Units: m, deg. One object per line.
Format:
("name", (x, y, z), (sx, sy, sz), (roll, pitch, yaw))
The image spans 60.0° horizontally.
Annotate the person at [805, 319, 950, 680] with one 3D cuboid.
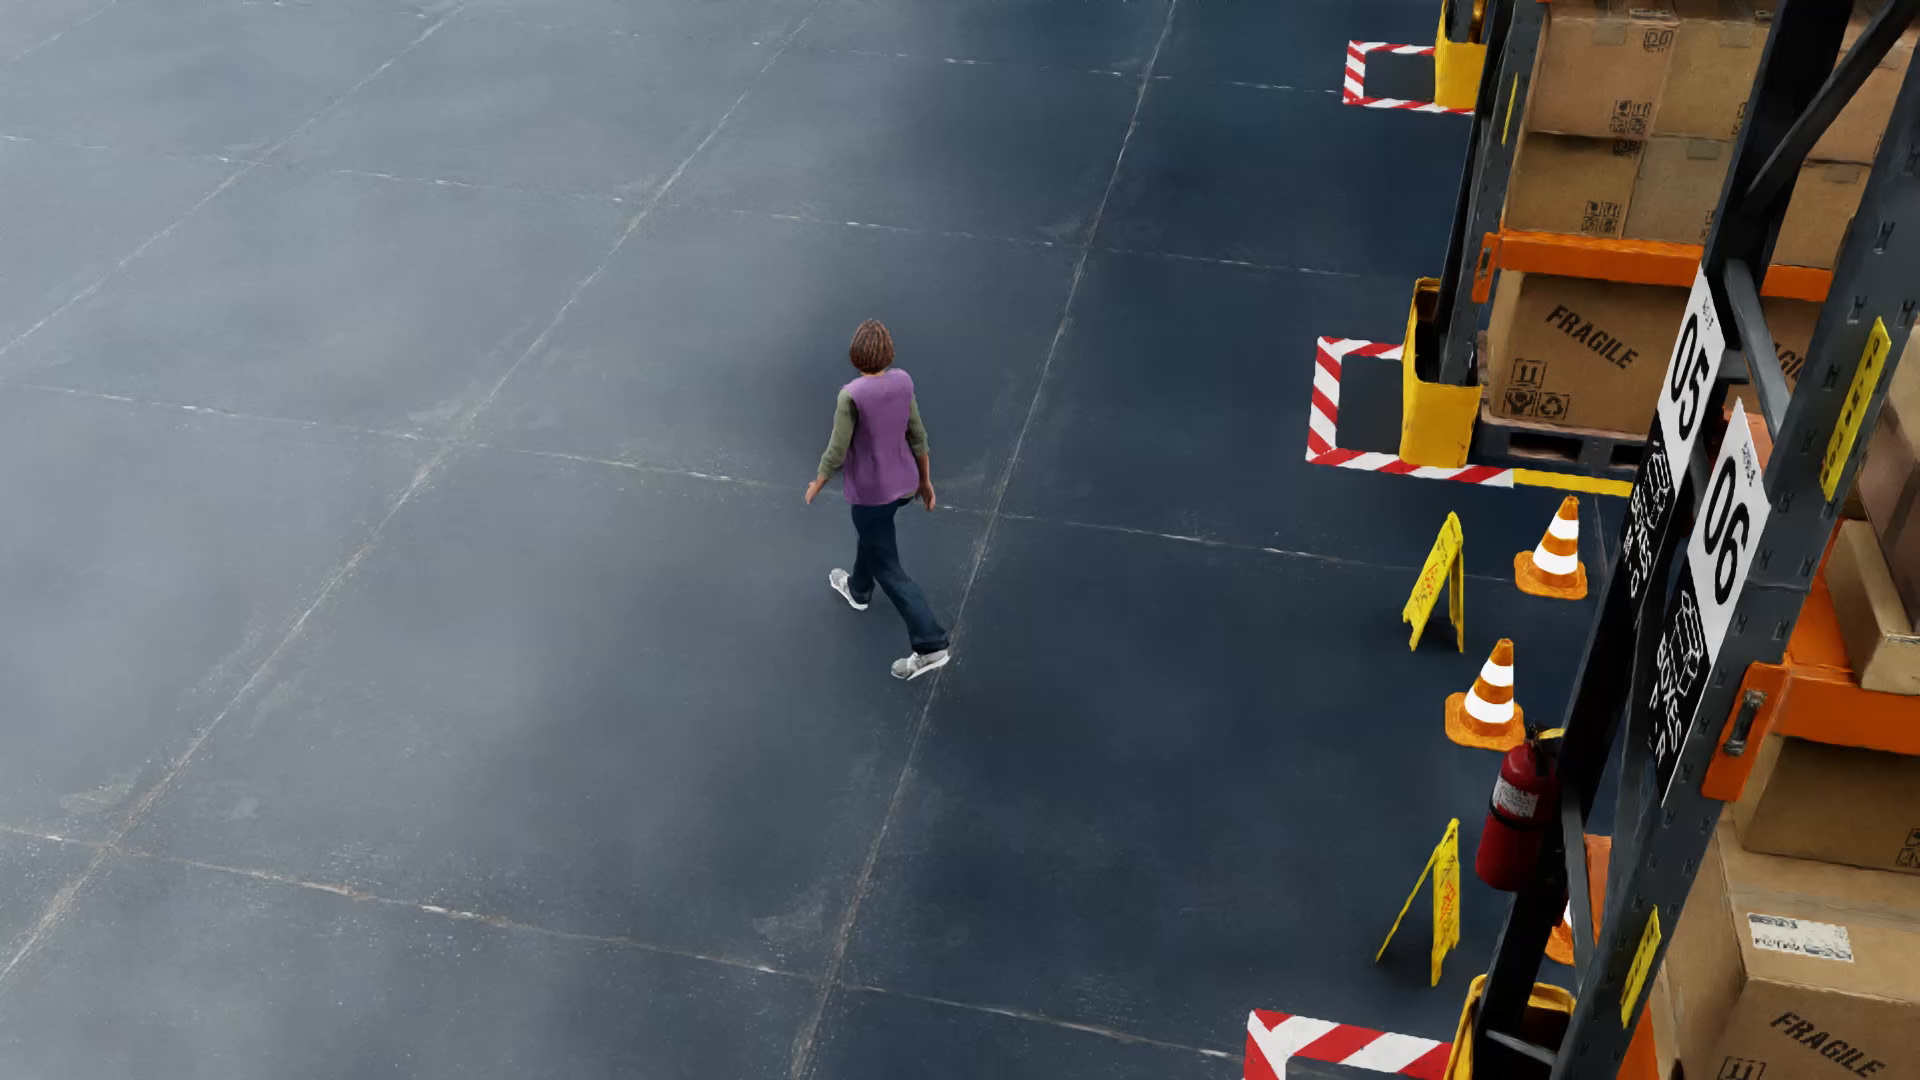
("person", (-0.324, -0.191, 7.253), (0.497, 1.533, 0.922), (-31, 47, -34))
